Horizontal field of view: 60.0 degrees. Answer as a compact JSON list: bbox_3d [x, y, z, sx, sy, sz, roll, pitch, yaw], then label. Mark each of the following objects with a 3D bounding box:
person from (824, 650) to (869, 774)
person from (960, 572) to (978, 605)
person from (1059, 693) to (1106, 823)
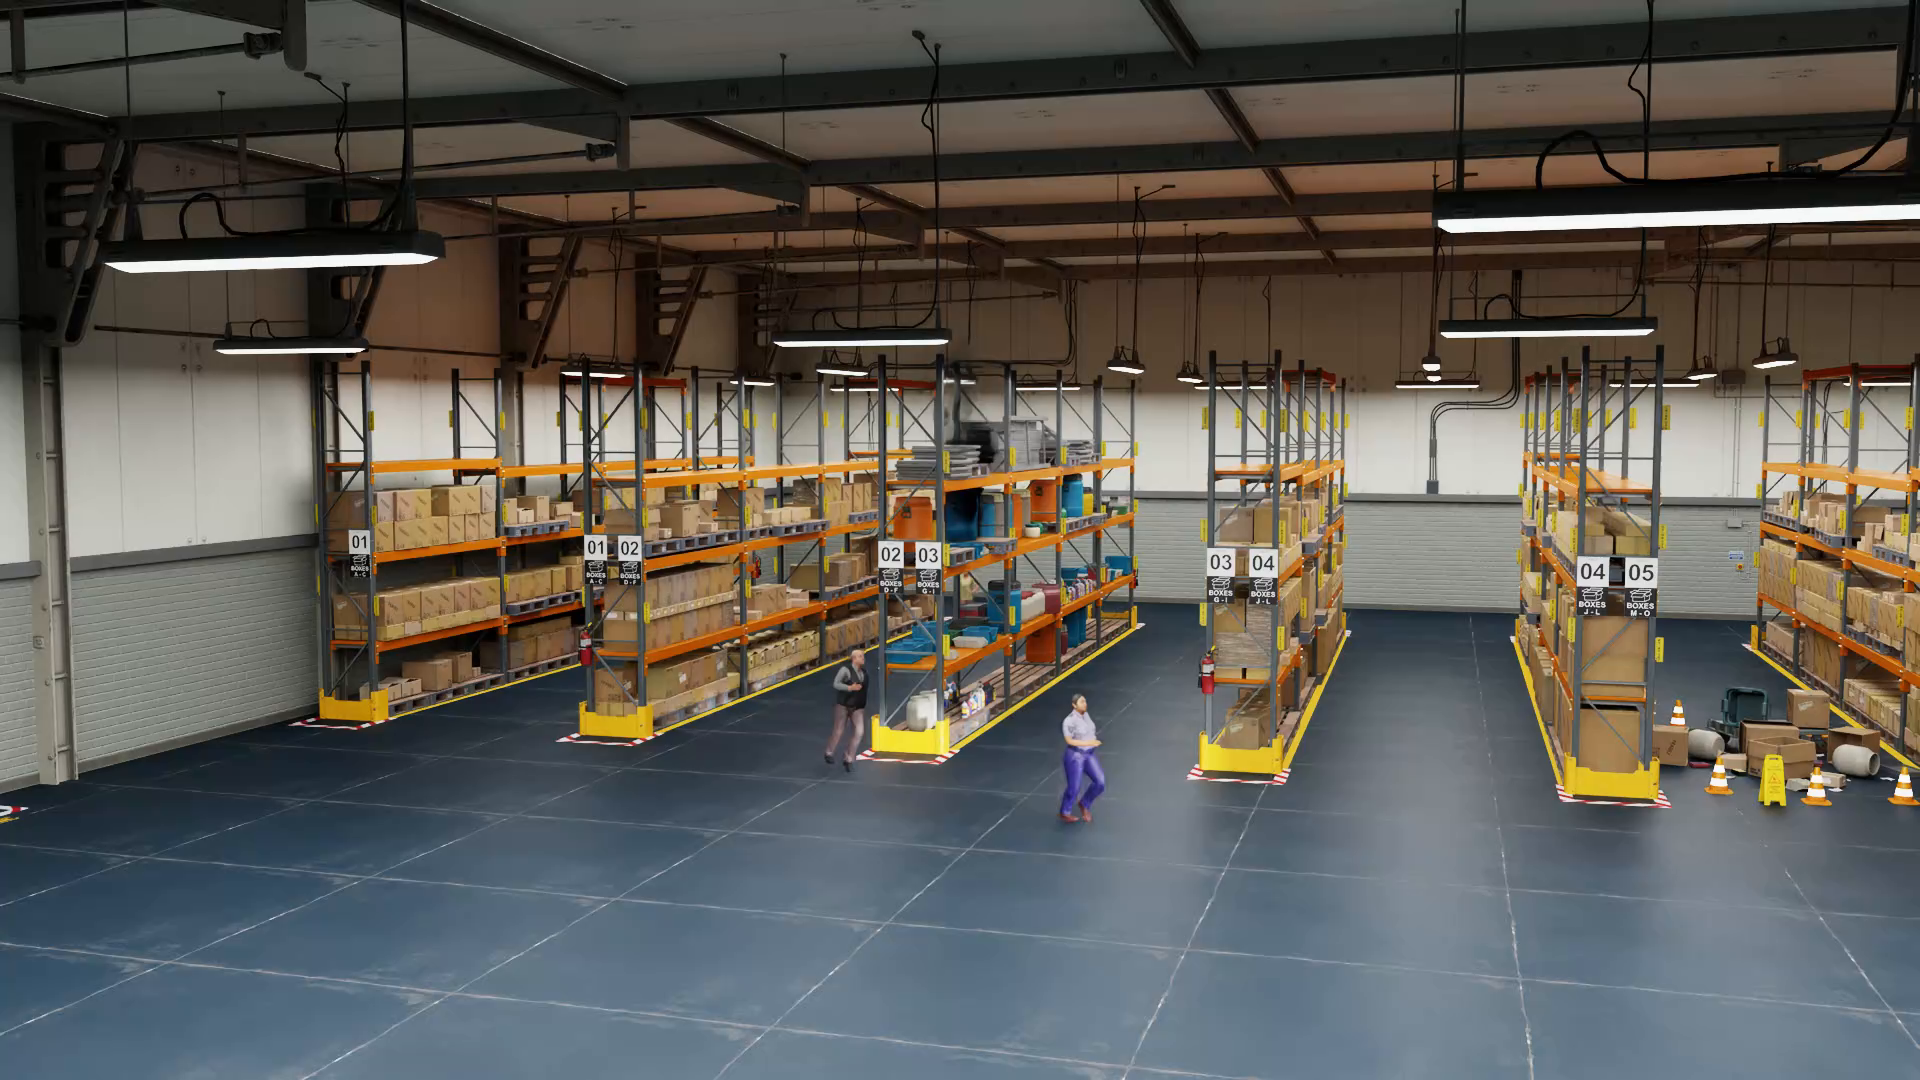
[{"bbox_3d":[-1.556,2.449,23.997,0.677,1.747,0.741,-2,5,-29],"label":"person"},{"bbox_3d":[0.134,1.407,38.799,0.589,1.665,0.897,0,4,7],"label":"person"},{"bbox_3d":[1.510,2.712,20.614,0.579,1.629,0.643,-4,6,-43],"label":"person"}]
